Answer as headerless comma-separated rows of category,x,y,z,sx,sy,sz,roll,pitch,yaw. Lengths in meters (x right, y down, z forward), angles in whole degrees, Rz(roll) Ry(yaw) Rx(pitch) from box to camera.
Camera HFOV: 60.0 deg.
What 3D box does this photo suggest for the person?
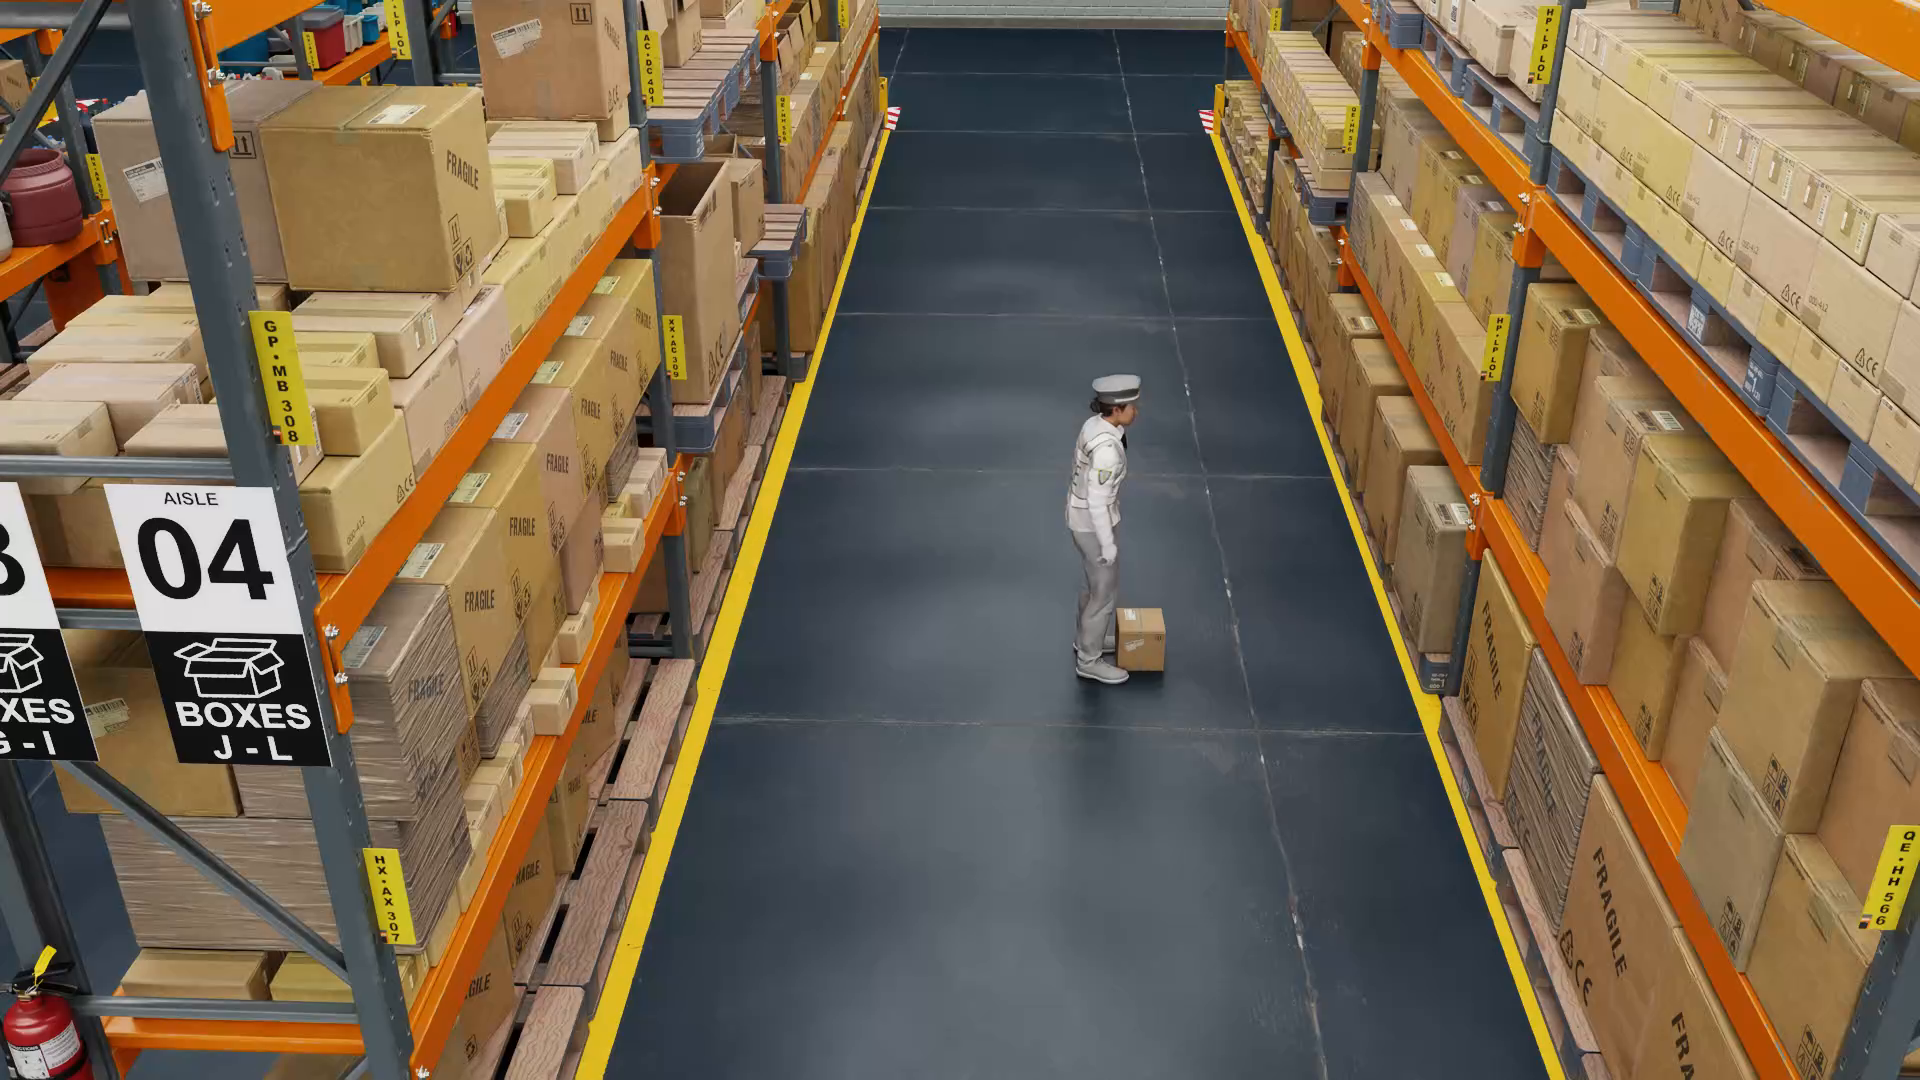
person,0.757,-0.102,8.743,0.342,1.601,0.507,1,28,2
